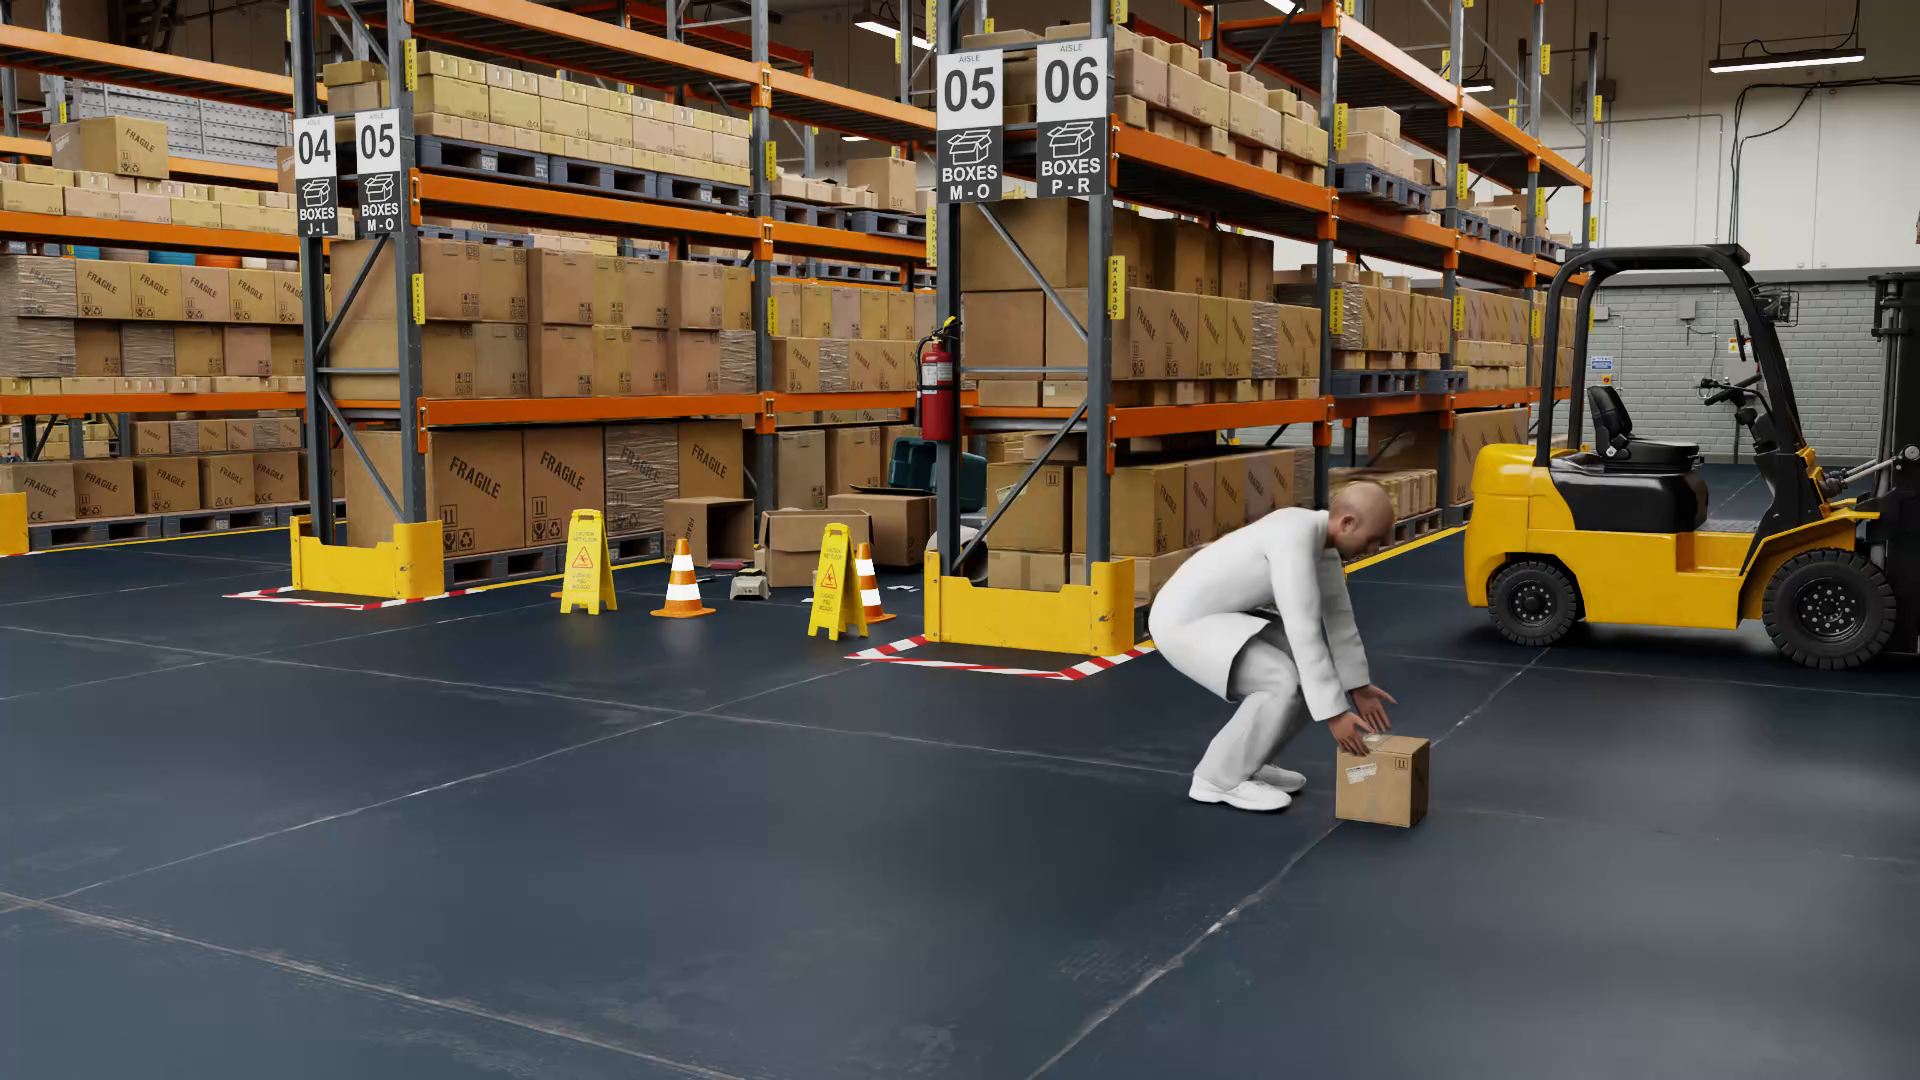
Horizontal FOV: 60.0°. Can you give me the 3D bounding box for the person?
[{"bbox_3d":[1.087,0.353,5.824,0.854,1.125,0.616,3,7,28],"label":"person"}]
